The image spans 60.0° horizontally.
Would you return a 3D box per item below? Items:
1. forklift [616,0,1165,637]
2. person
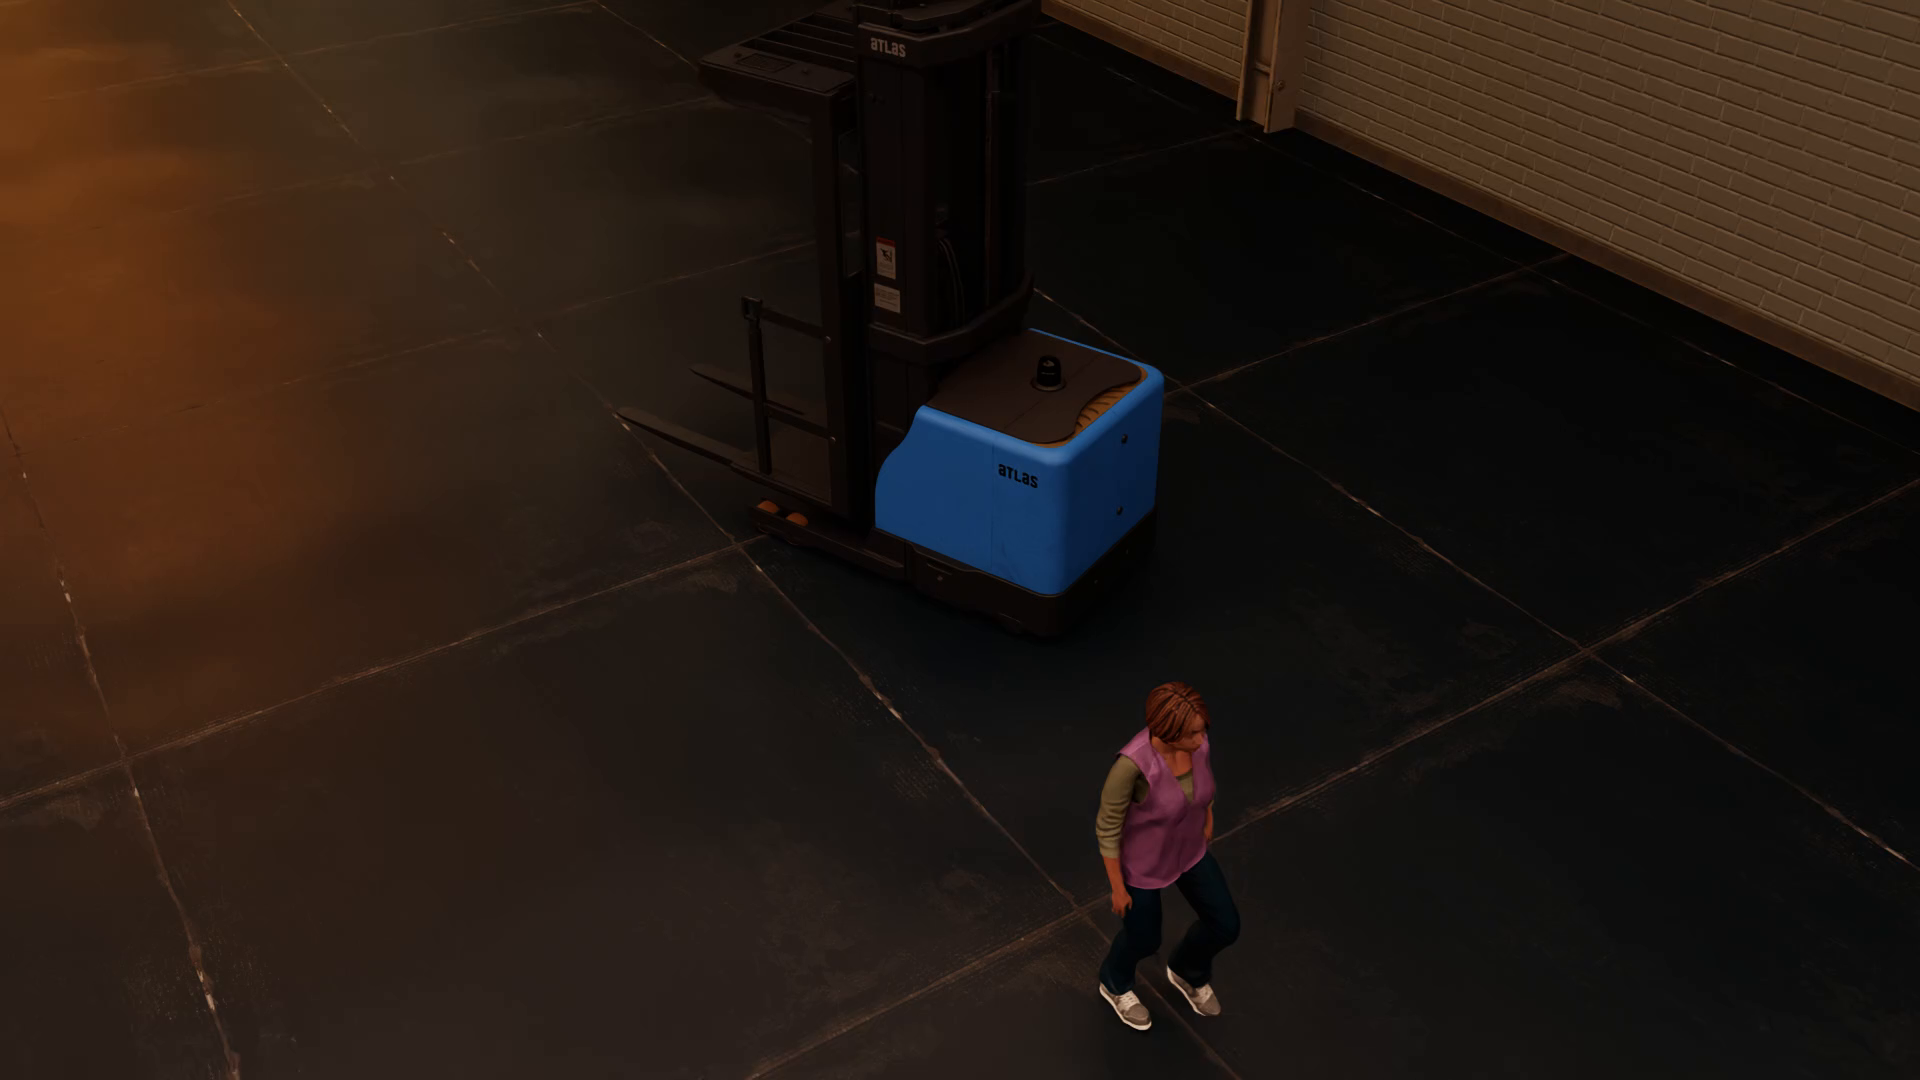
[{"bbox_3d":[-0.500,-1.399,8.138,3.031,2.935,1.130,22,41,28],"label":"forklift"},{"bbox_3d":[0.709,1.128,5.747,0.512,1.606,0.454,-23,41,-29],"label":"person"}]
